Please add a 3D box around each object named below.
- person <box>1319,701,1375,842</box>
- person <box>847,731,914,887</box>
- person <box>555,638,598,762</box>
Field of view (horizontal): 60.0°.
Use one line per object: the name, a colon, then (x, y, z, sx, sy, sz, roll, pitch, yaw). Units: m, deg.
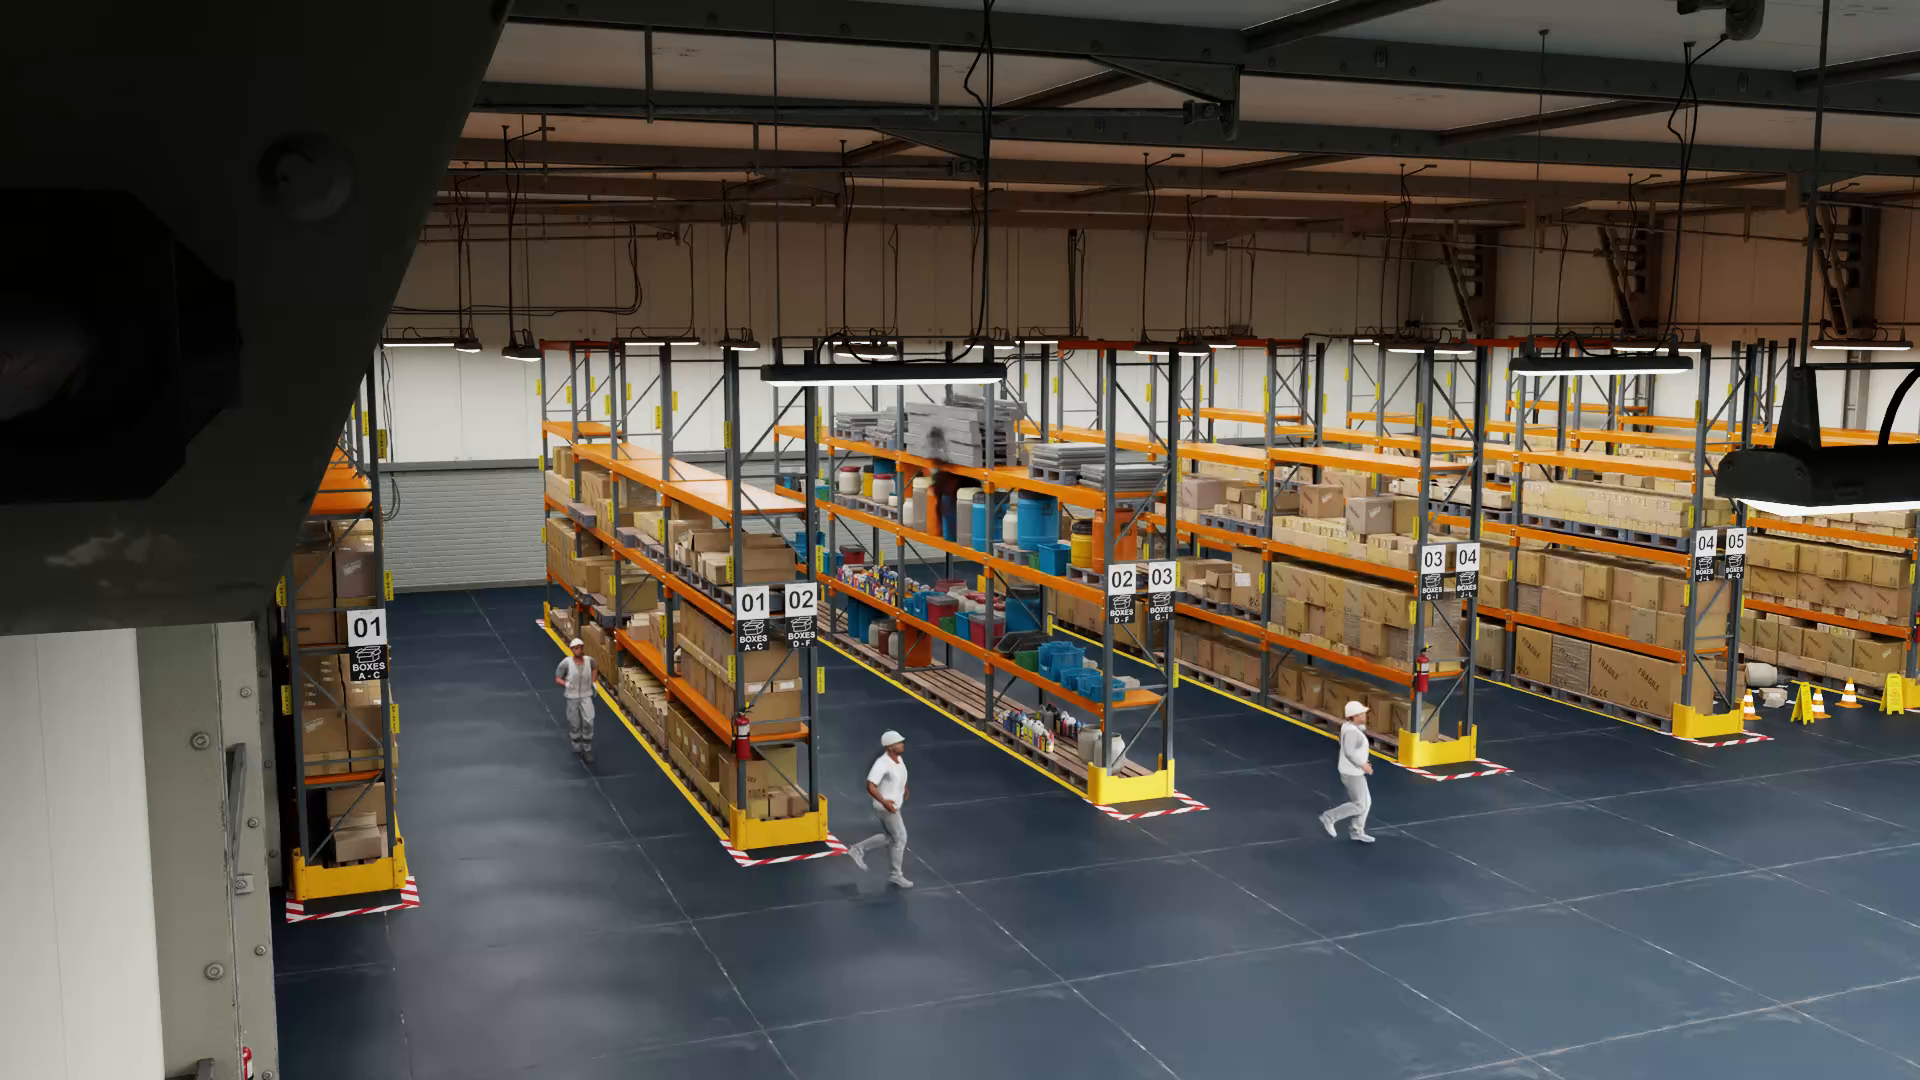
person: (4.768, 2.832, 20.384, 0.685, 1.761, 0.684, 1, 8, 10)
person: (-0.889, 3.022, 18.883, 0.798, 1.773, 0.701, 2, 8, 12)
person: (-5.543, 2.326, 24.143, 0.635, 1.825, 0.749, -3, 8, -19)
